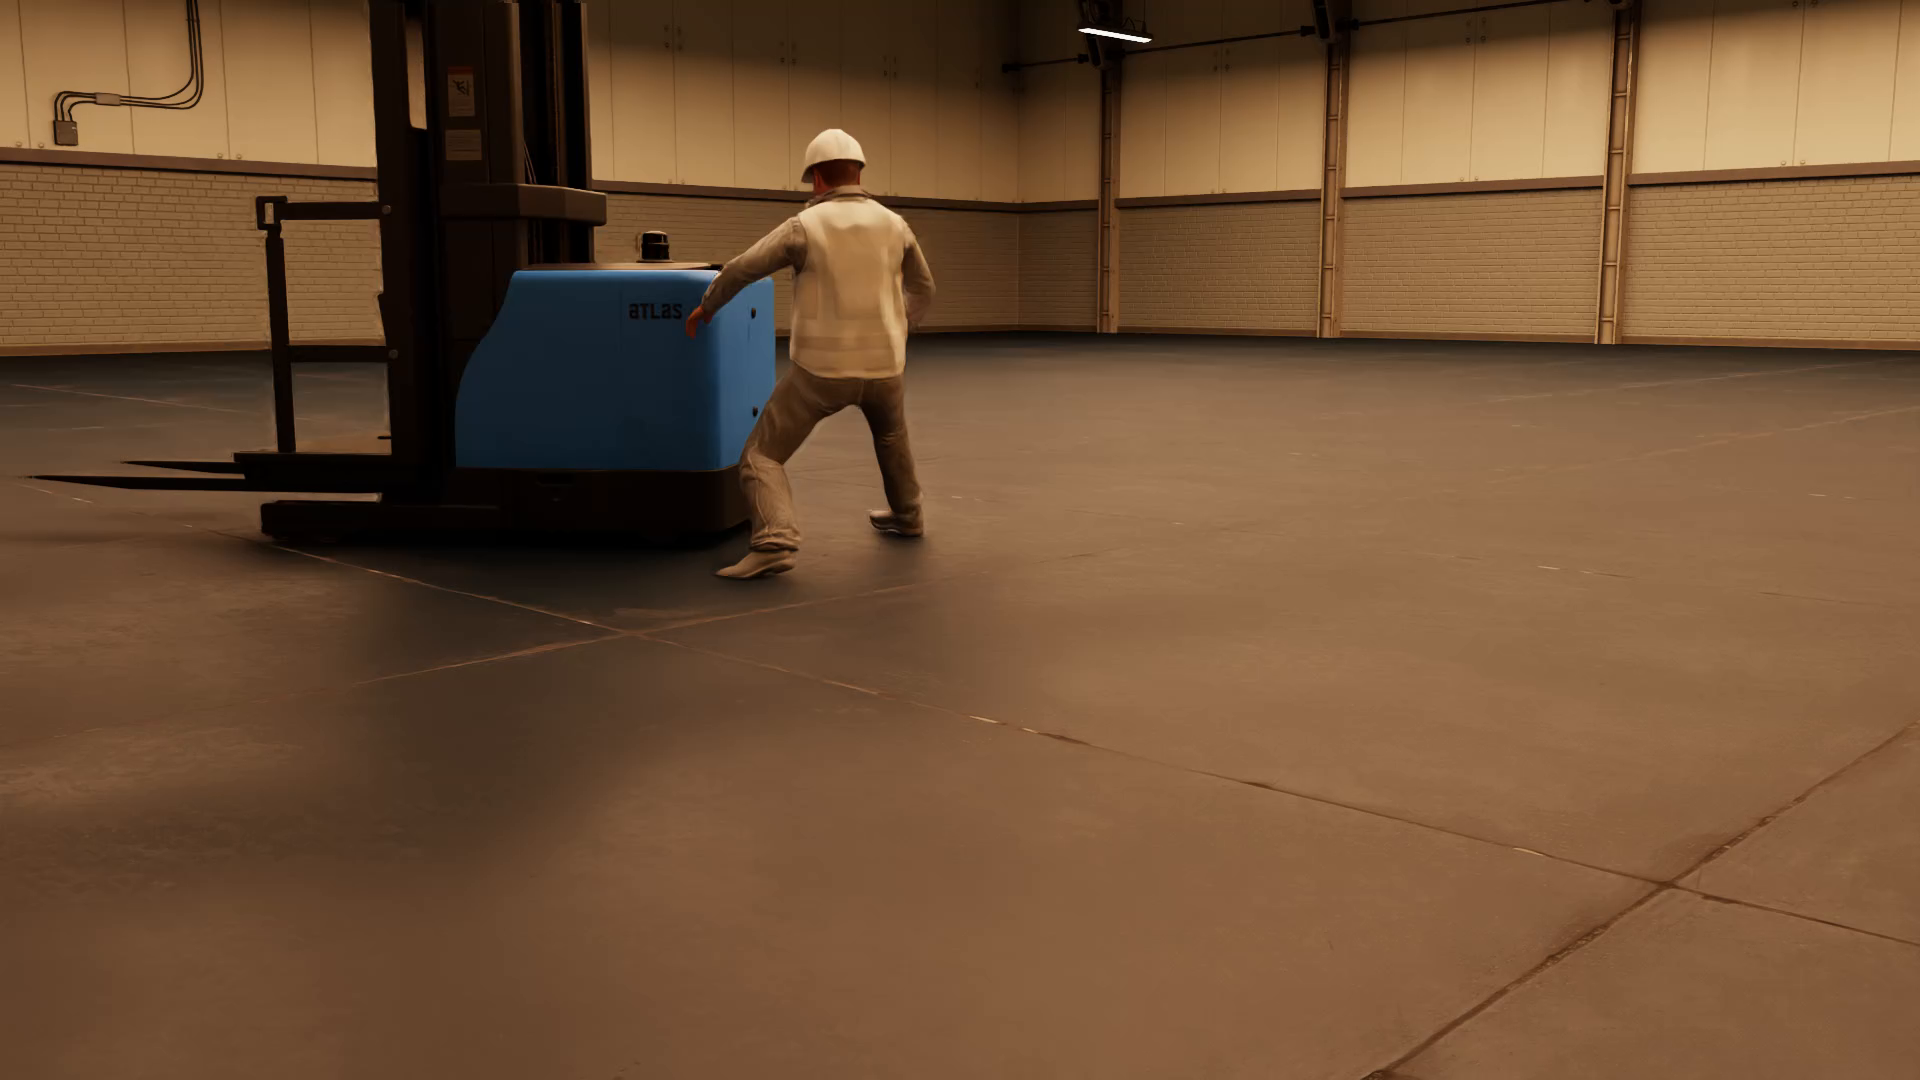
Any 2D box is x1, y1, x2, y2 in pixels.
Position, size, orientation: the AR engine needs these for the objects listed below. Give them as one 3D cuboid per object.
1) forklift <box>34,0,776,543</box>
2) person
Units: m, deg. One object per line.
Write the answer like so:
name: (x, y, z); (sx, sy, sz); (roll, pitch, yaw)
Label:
forklift: (-2.351, -1.512, 6.915); (3.031, 2.935, 1.130); (1, 9, 8)
person: (-0.522, -0.716, 6.262); (1.049, 1.617, 0.953); (-4, 9, -25)
